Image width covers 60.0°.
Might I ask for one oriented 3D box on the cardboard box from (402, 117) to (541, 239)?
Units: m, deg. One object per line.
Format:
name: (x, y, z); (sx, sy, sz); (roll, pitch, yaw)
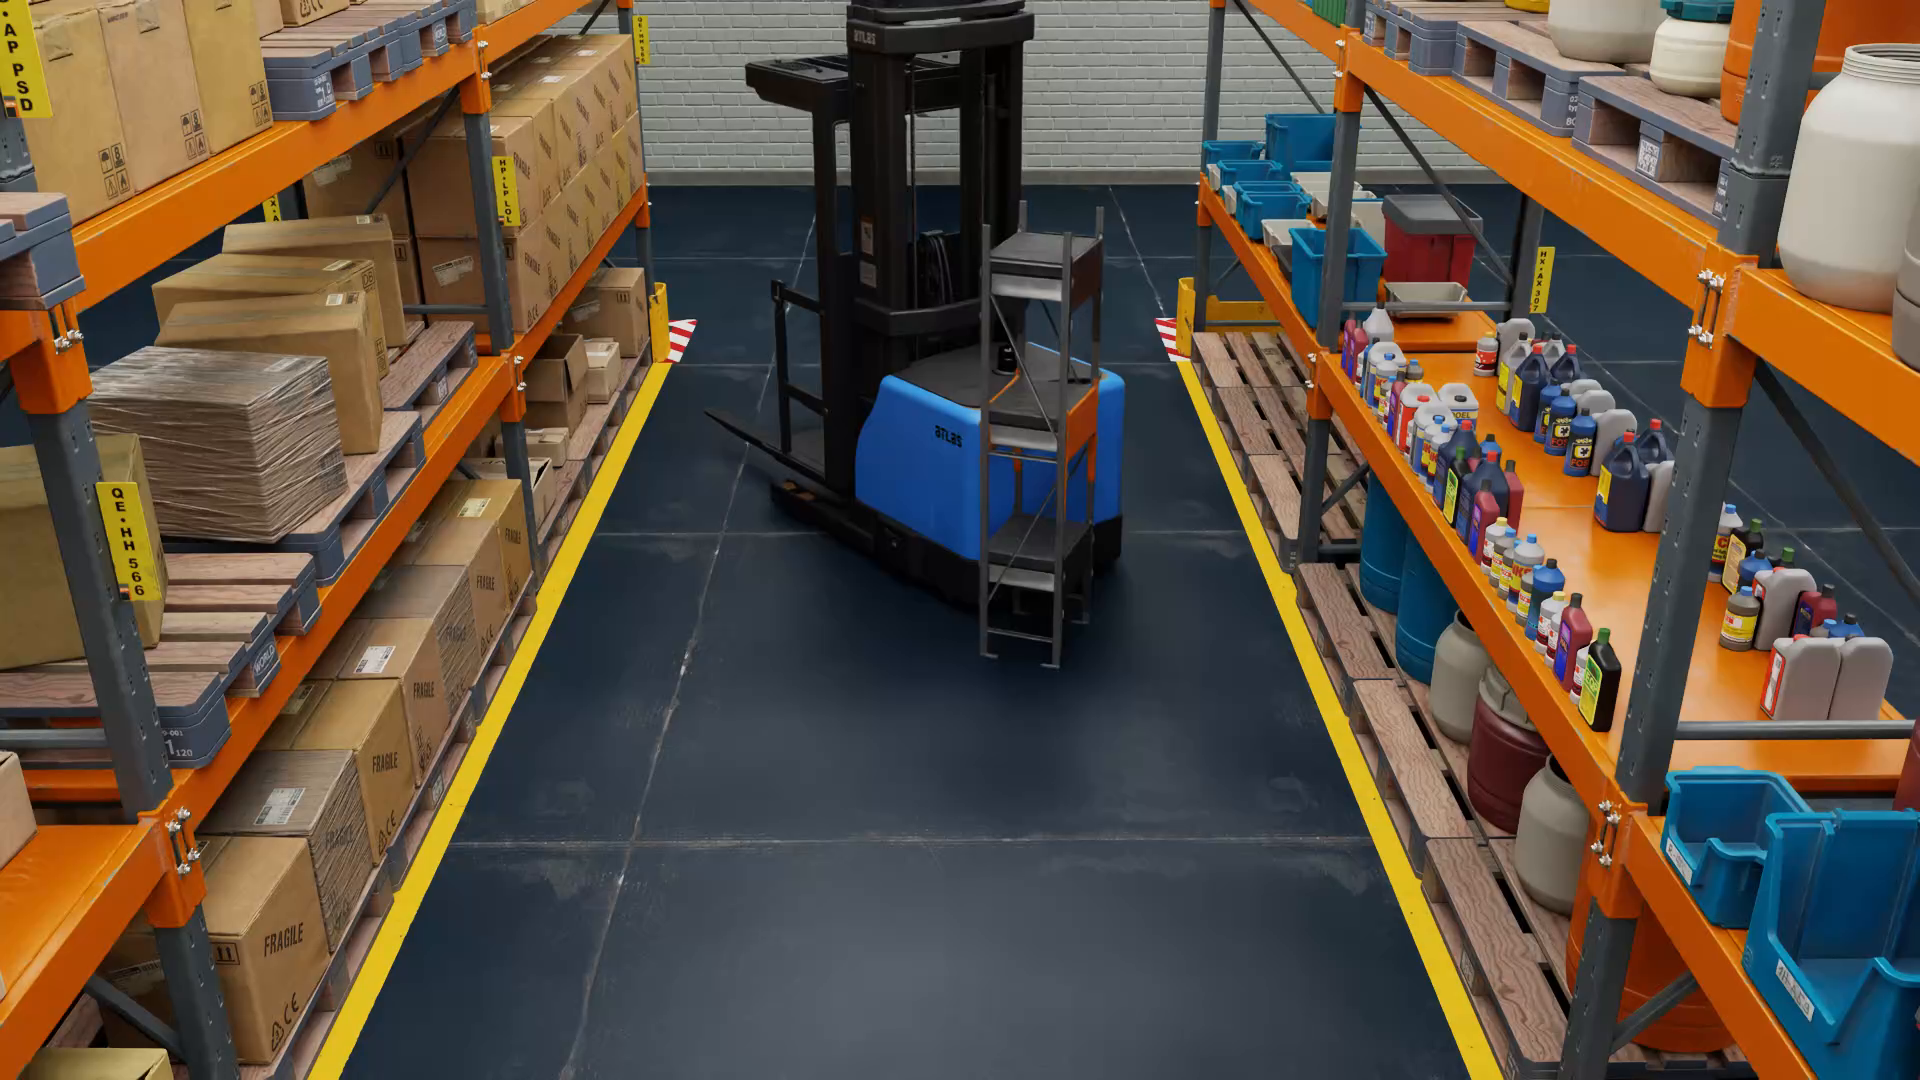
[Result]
cardboard box: (-2.416, -1.807, 8.271); (0.500, 0.500, 0.500); (0, 24, 1)

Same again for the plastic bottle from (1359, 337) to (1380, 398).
plastic bottle: (1.860, -0.777, 7.484); (0.097, 0.271, 0.097); (0, 24, 0)

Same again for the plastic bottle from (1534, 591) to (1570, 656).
plastic bottle: (1.887, 0.260, 5.276); (0.097, 0.201, 0.097); (0, 24, 0)

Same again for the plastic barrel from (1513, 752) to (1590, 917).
plastic barrel: (2.186, 1.025, 5.852); (0.421, 0.512, 0.421); (0, 24, 0)

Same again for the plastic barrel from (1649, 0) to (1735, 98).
plastic barrel: (2.146, -1.419, 4.766); (0.301, 0.262, 0.301); (0, 24, 0)

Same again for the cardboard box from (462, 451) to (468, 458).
cardboard box: (-2.982, -0.406, 9.006); (0.500, 0.500, 0.500); (0, 24, -1)

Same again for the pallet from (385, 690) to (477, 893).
pallet: (-2.630, 0.999, 6.785); (1.003, 0.211, 1.213); (0, 24, -1)

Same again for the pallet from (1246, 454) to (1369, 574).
pallet: (2.214, -0.164, 9.355); (1.003, 0.211, 1.213); (0, 24, -1)

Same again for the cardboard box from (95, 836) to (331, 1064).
cardboard box: (-2.368, 1.287, 5.263); (0.500, 0.500, 0.500); (1, 24, 2)

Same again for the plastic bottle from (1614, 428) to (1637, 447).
plastic bottle: (2.571, -0.299, 6.428); (0.097, 0.271, 0.097); (0, 24, 0)

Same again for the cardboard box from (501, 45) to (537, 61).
cardboard box: (-2.982, -2.860, 10.600); (0.500, 0.500, 0.500); (0, 24, 0)

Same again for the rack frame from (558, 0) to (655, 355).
rack frame: (-2.736, -2.759, 11.710); (1.000, 3.000, 0.127); (0, 24, -1)

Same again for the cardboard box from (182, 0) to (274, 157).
cardboard box: (-2.698, -1.479, 5.118); (0.910, 0.500, 0.500); (0, 24, -1)

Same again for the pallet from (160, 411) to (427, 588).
pallet: (-2.675, -0.176, 6.232); (1.003, 0.211, 1.213); (0, 24, -1)

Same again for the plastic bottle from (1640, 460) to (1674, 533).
plastic bottle: (2.608, -0.178, 6.153); (0.152, 0.276, 0.135); (0, 24, -1)

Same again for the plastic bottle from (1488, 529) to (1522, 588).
plastic bottle: (1.881, 0.059, 5.720); (0.097, 0.201, 0.097); (0, 24, 0)

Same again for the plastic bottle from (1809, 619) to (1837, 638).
plastic bottle: (2.648, 0.340, 5.100); (0.097, 0.201, 0.097); (0, 24, 0)

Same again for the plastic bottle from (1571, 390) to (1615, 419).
plastic bottle: (2.599, -0.500, 6.866); (0.152, 0.276, 0.135); (0, 24, -1)

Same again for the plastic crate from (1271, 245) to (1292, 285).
plastic crate: (1.980, -1.493, 9.173); (0.437, 0.125, 0.590); (0, 24, -1)

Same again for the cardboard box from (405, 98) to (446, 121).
cardboard box: (-2.965, -2.030, 8.764); (0.500, 0.500, 0.500); (-1, 24, -2)

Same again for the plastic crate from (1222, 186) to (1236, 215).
plastic crate: (1.819, -2.171, 10.658); (0.250, 0.136, 0.298); (0, 24, -1)

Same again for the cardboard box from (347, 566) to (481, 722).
cardboard box: (-2.398, 0.440, 7.136); (0.500, 0.500, 0.500); (0, 24, 0)

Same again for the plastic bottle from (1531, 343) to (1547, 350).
plastic bottle: (2.592, -0.763, 7.448); (0.152, 0.276, 0.135); (0, 24, -1)

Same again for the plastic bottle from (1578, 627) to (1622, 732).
plastic bottle: (1.873, 0.405, 4.855); (0.061, 0.283, 0.133); (0, 24, -1)

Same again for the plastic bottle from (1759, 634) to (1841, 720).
plastic bottle: (2.471, 0.394, 4.888); (0.152, 0.276, 0.135); (0, 24, -1)

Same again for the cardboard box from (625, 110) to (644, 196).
cardboard box: (-2.459, -2.621, 11.284); (0.500, 0.500, 0.500); (0, 24, 1)

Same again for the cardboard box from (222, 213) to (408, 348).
cardboard box: (-2.911, -1.151, 7.524); (0.700, 0.500, 0.500); (-9, 26, -18)

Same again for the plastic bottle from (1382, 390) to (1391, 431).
plastic bottle: (1.865, -0.569, 7.110); (0.097, 0.201, 0.097); (0, 24, 0)

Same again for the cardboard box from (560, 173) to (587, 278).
cardboard box: (-2.438, -1.784, 9.434); (0.500, 0.500, 0.500); (0, 24, -1)

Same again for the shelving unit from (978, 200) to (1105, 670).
shelving unit: (0.372, -0.467, 7.735); (0.431, 2.100, 0.503); (9, 26, 19)

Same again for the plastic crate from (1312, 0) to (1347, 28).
plastic crate: (1.954, -2.575, 7.920); (0.450, 0.188, 0.662); (0, 24, -1)

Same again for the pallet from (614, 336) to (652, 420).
pallet: (-2.726, -1.128, 11.489); (1.003, 0.211, 1.213); (0, 24, -1)

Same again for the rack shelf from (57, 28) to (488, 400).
rack shelf: (-2.671, -1.325, 5.773); (1.077, 0.370, 4.000); (0, 24, -1)

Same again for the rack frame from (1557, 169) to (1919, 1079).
rack frame: (2.304, 0.517, 4.467); (1.000, 3.000, 0.127); (0, 24, -1)

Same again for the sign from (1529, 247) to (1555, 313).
sign: (2.811, -1.259, 8.058); (0.100, 0.325, 0.005); (0, 24, -1)

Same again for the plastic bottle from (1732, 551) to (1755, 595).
plastic bottle: (2.642, 0.134, 5.554); (0.097, 0.201, 0.097); (0, 24, 0)

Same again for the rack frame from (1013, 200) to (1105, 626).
rack frame: (0.459, -0.561, 7.942); (0.400, 2.100, 0.015); (9, 26, 19)

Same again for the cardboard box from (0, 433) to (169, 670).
cardboard box: (-2.768, 0.042, 4.886); (0.700, 0.500, 0.500); (-9, 26, -18)

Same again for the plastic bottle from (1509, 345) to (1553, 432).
plastic bottle: (2.456, -0.655, 7.117); (0.144, 0.351, 0.185); (0, 24, -1)

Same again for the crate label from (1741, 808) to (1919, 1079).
crate label: (2.045, 0.912, 3.552); (0.502, 0.435, 0.616); (0, 24, -1)

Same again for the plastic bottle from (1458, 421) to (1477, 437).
plastic bottle: (2.022, -0.379, 6.690); (0.097, 0.201, 0.097); (0, 24, 0)

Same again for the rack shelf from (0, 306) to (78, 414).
rack shelf: (-2.627, 0.323, 2.129); (1.077, 0.370, 4.000); (0, 24, -1)

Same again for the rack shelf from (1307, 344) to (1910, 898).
rack shelf: (2.282, 0.021, 6.437); (1.077, 0.370, 4.000); (0, 24, -1)

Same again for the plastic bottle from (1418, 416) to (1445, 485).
plastic bottle: (1.871, -0.355, 6.551); (0.097, 0.271, 0.097); (0, 24, 0)

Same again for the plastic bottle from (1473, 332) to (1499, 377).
plastic bottle: (2.464, -0.872, 7.778); (0.097, 0.201, 0.097); (0, 24, 0)

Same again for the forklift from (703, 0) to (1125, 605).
forklift: (-0.438, -1.553, 9.126); (1.130, 2.935, 3.031); (-18, 30, -34)

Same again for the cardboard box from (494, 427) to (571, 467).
cardboard box: (-2.500, -0.550, 9.731); (0.380, 0.166, 0.250); (0, 24, -1)

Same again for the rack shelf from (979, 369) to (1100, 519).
rack shelf: (0.372, -0.455, 7.740); (0.431, 0.518, 0.480); (9, 26, 19)

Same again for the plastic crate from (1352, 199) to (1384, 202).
plastic crate: (2.496, -1.885, 9.909); (0.416, 0.233, 0.300); (0, 24, -1)

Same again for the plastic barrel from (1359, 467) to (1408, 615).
plastic barrel: (2.250, -0.142, 7.961); (0.600, 0.901, 0.708); (0, 24, -1)

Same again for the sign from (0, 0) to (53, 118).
sign: (-2.094, -1.100, 3.678); (0.100, 0.325, 0.005); (0, 24, -1)

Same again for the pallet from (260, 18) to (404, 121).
pallet: (-2.741, -1.695, 5.946); (1.213, 0.211, 1.003); (0, 24, -1)

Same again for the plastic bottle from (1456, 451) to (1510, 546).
plastic bottle: (1.901, -0.162, 6.028); (0.144, 0.351, 0.185); (0, 24, -1)

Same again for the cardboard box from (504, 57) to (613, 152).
cardboard box: (-2.440, -2.656, 10.148); (0.500, 0.500, 0.500); (0, 24, 1)

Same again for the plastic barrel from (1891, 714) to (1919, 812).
plastic barrel: (2.612, 0.645, 4.019); (0.600, 0.536, 0.708); (0, 24, -1)

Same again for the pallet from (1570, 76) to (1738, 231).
pallet: (2.394, -1.079, 4.585); (1.003, 0.211, 1.213); (0, 24, -1)

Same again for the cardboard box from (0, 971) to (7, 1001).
cardboard box: (-2.363, 1.022, 3.656); (0.380, 0.149, 0.250); (0, 24, -1)

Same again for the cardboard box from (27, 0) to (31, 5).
cardboard box: (-2.647, -1.510, 3.974); (0.500, 0.500, 0.500); (0, 24, -1)
